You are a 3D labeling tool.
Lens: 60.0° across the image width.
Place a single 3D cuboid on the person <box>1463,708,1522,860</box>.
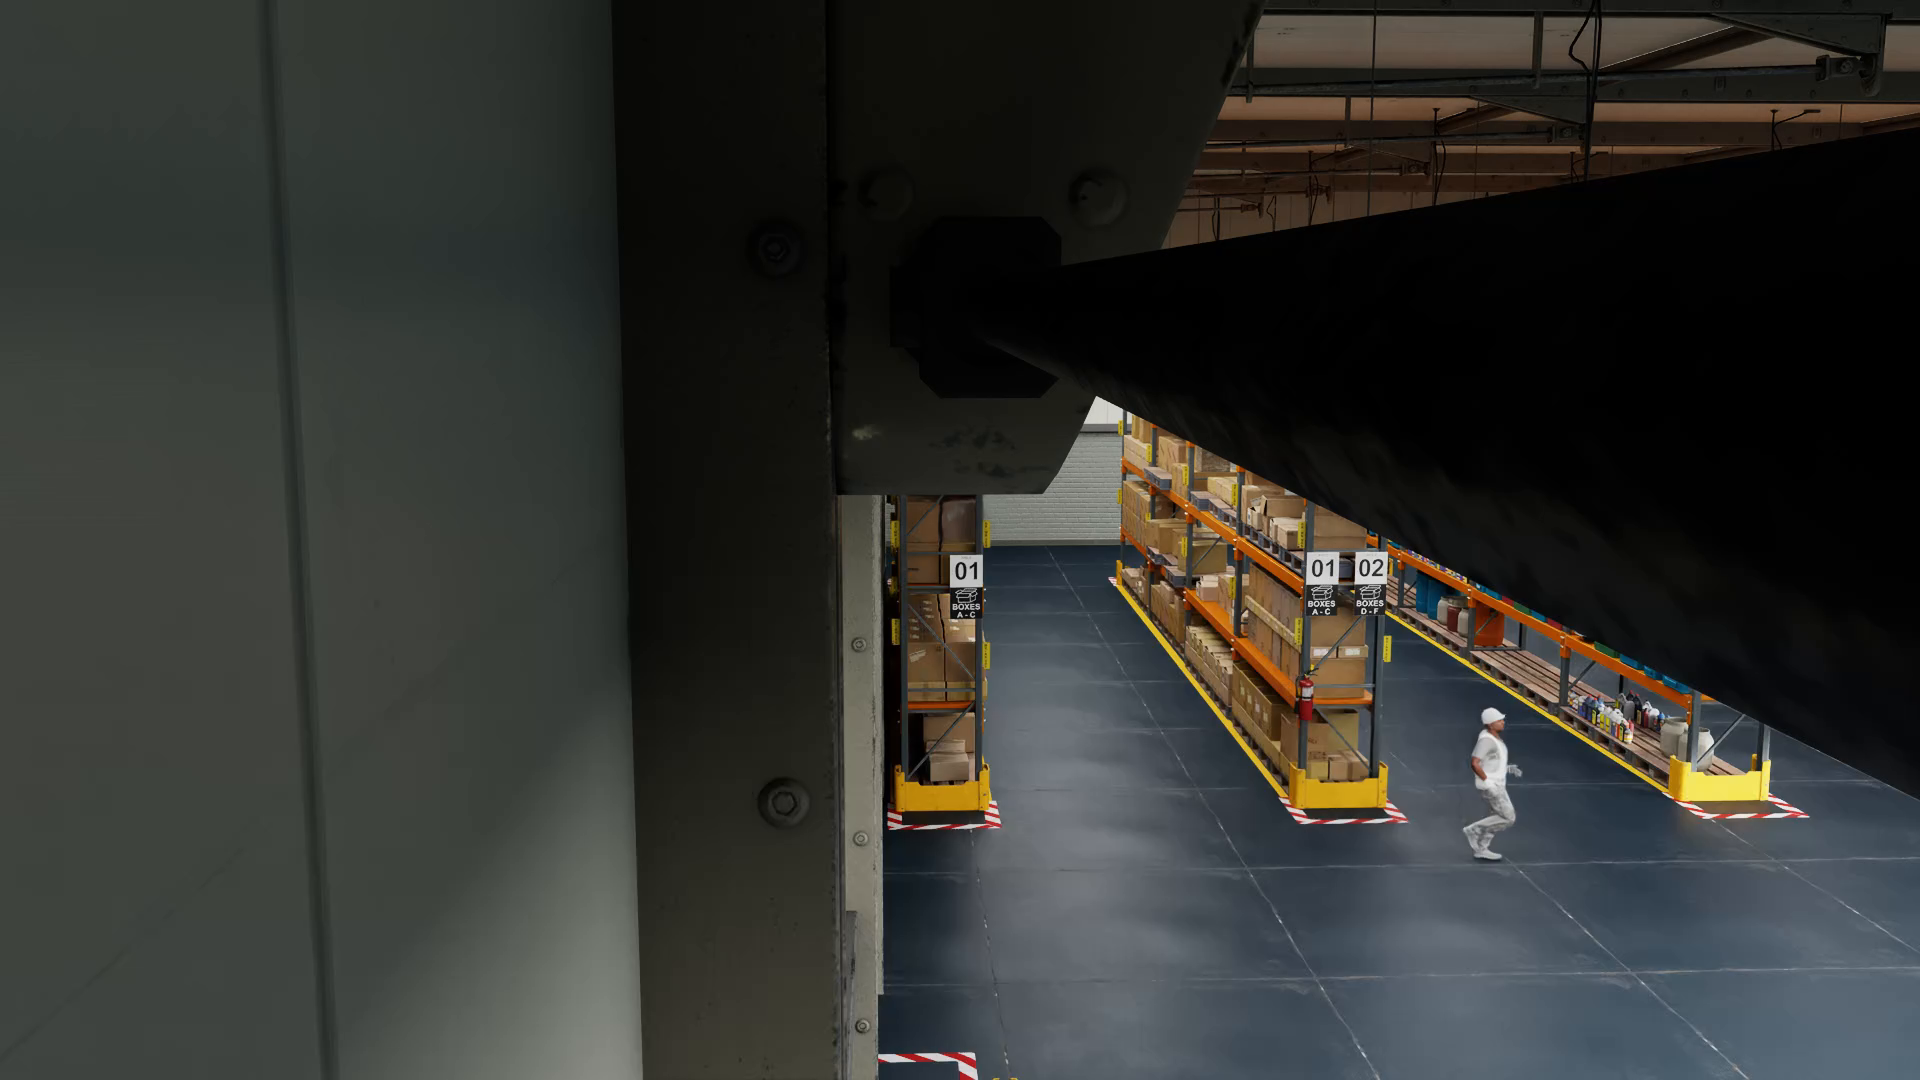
[{"bbox_3d":[5.979,2.739,18.643,0.596,1.734,0.693,3,9,21],"label":"person"}]
